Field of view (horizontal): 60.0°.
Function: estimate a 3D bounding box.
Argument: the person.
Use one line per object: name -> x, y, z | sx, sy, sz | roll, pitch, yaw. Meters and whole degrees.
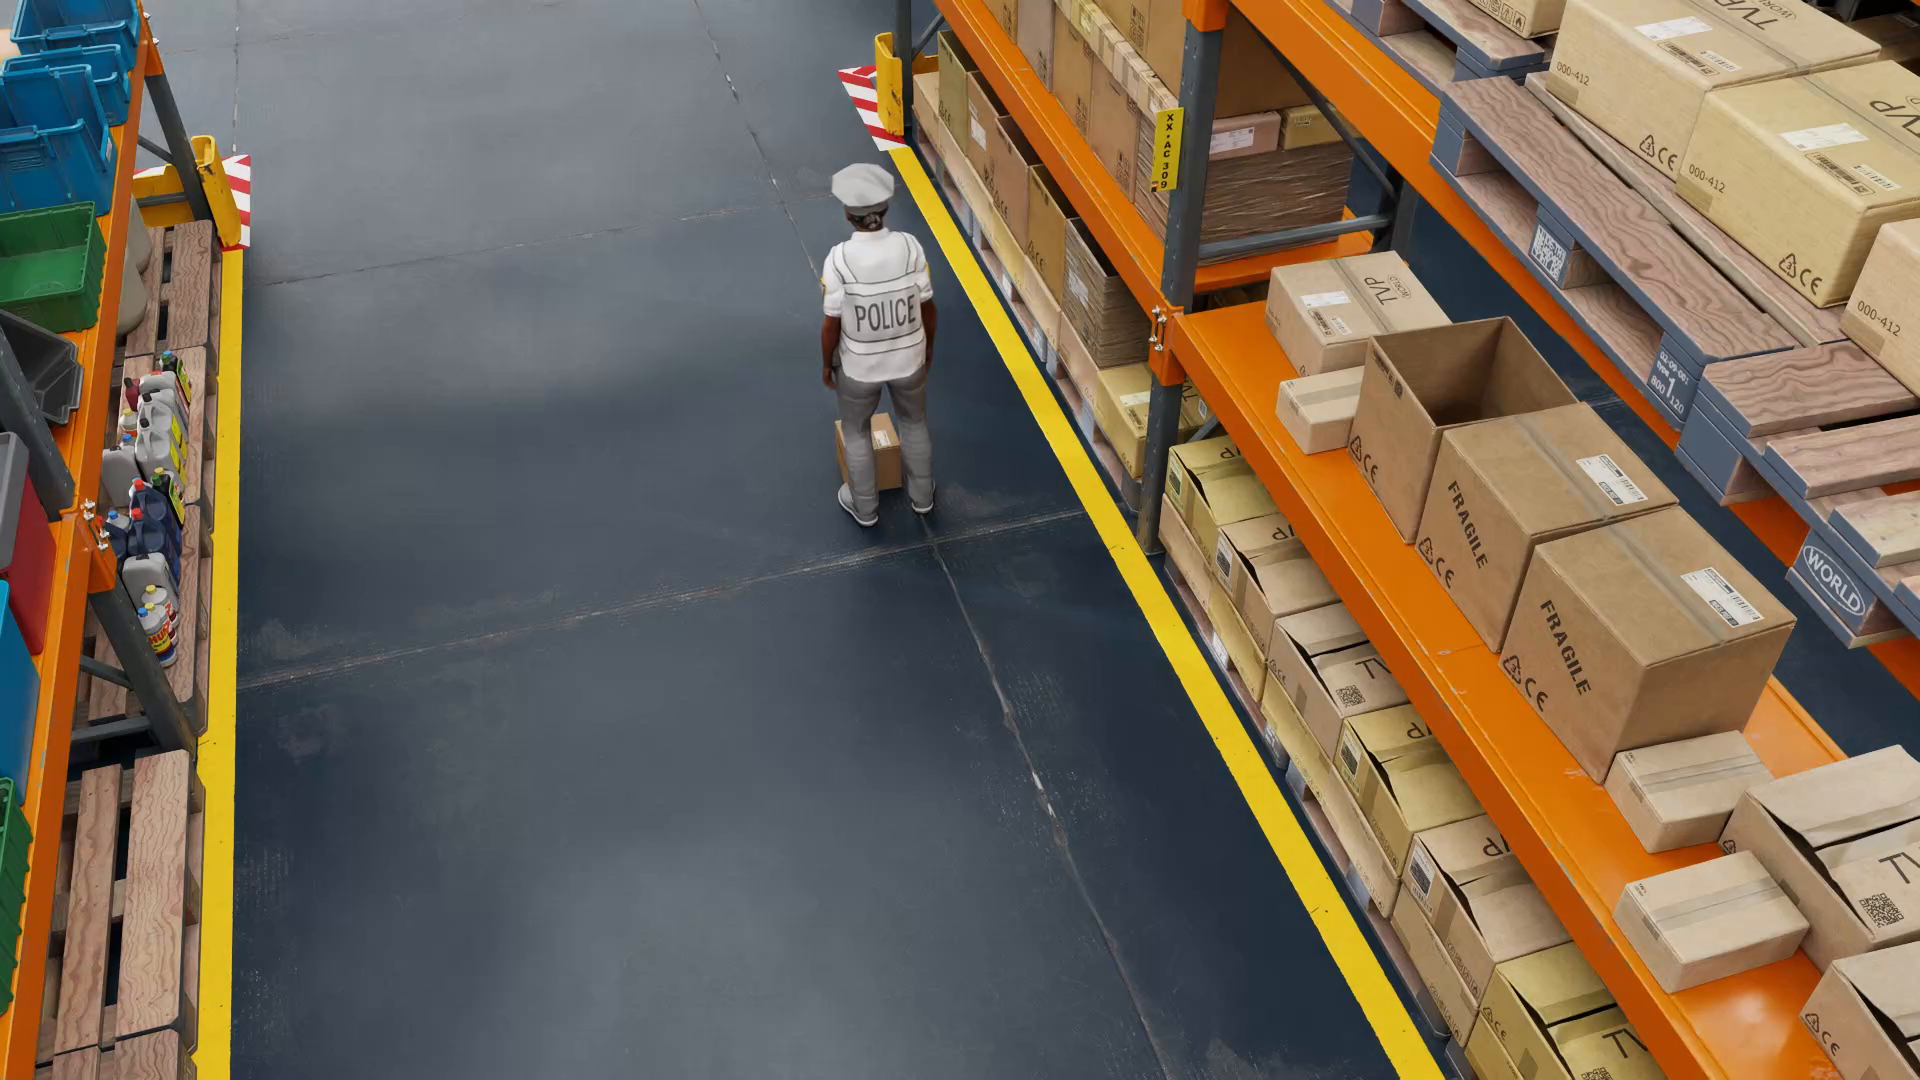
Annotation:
person -> -0.334, -0.766, 6.997 | 0.505, 1.659, 0.392 | -12, 44, -12
